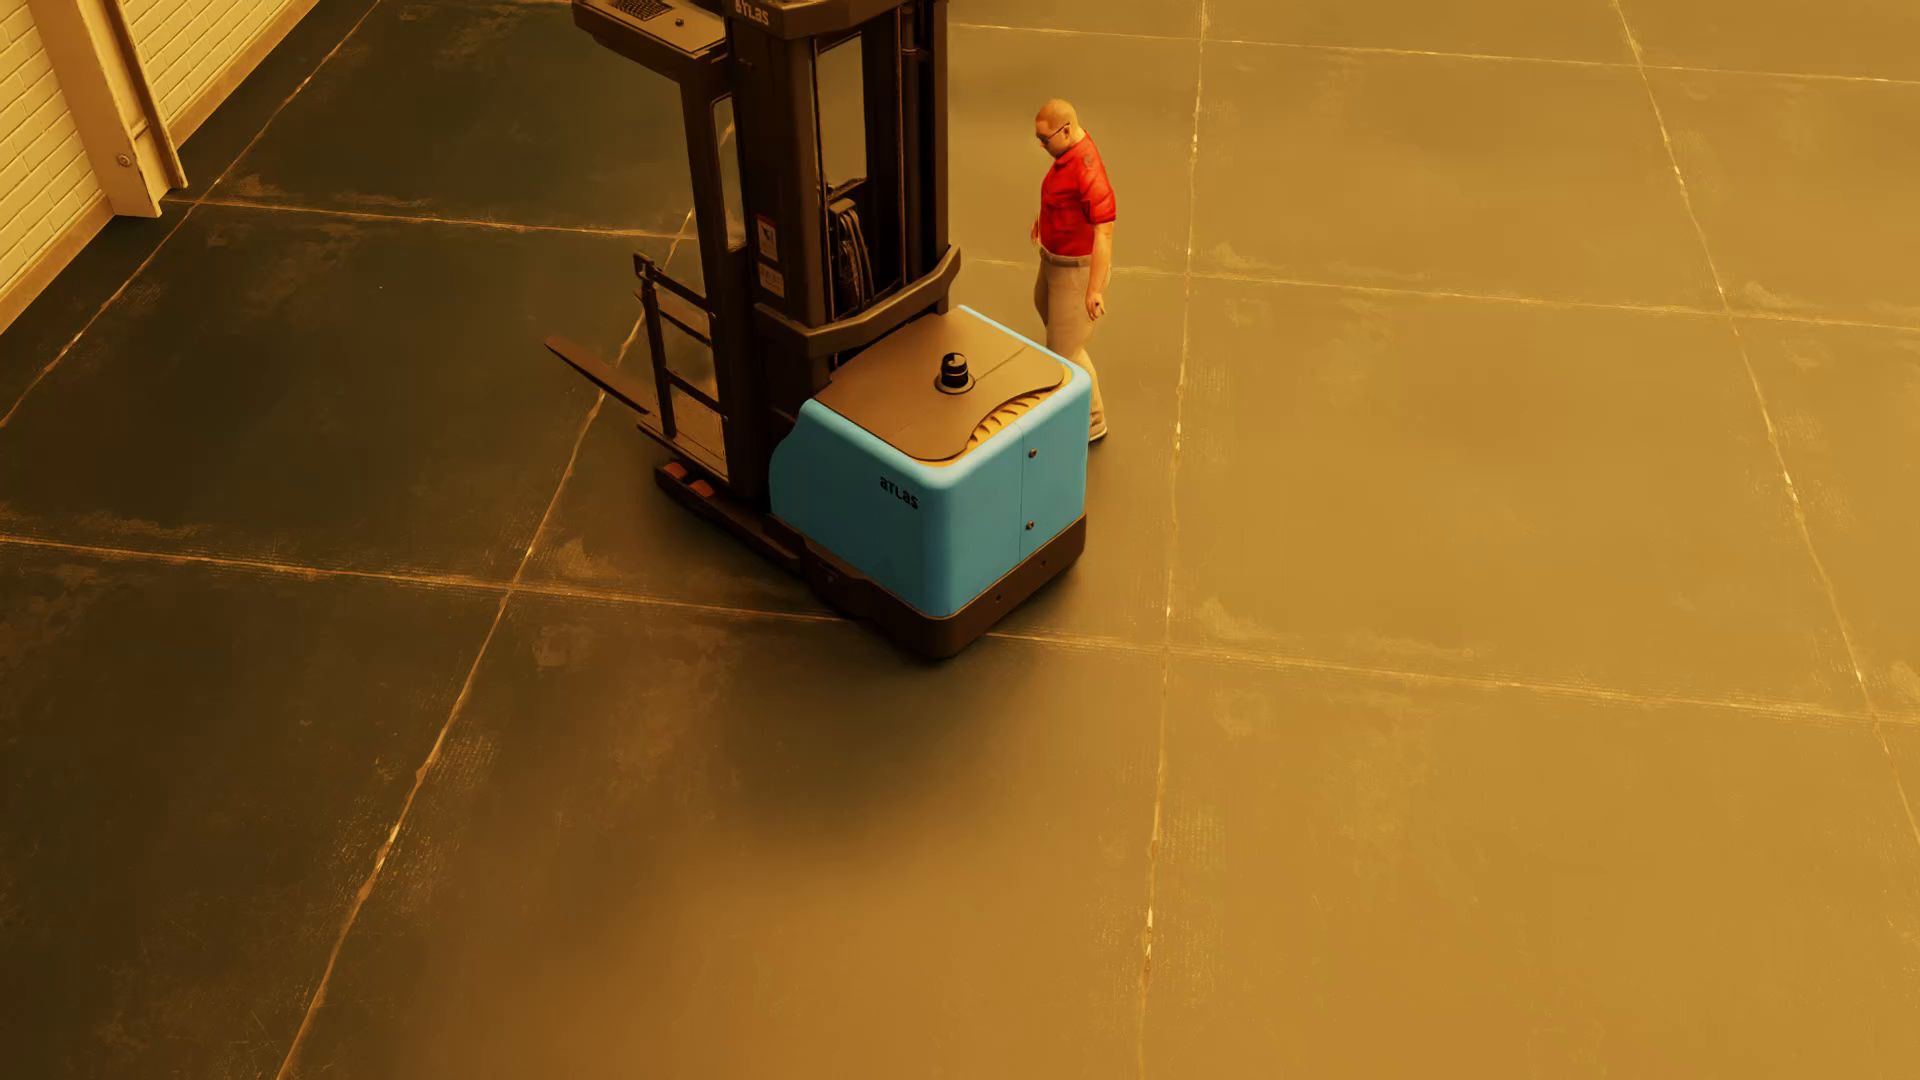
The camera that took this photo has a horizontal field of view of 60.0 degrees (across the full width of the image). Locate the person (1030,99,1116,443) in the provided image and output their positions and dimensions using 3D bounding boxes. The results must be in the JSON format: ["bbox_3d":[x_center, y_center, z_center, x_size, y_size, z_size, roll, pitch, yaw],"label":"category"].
[{"bbox_3d":[0.534,-1.349,8.130,0.371,1.682,0.914,-5,43,-5],"label":"person"}]

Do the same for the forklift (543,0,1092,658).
[{"bbox_3d":[-0.846,-1.437,7.288,3.031,2.935,1.130,32,51,30],"label":"forklift"}]
